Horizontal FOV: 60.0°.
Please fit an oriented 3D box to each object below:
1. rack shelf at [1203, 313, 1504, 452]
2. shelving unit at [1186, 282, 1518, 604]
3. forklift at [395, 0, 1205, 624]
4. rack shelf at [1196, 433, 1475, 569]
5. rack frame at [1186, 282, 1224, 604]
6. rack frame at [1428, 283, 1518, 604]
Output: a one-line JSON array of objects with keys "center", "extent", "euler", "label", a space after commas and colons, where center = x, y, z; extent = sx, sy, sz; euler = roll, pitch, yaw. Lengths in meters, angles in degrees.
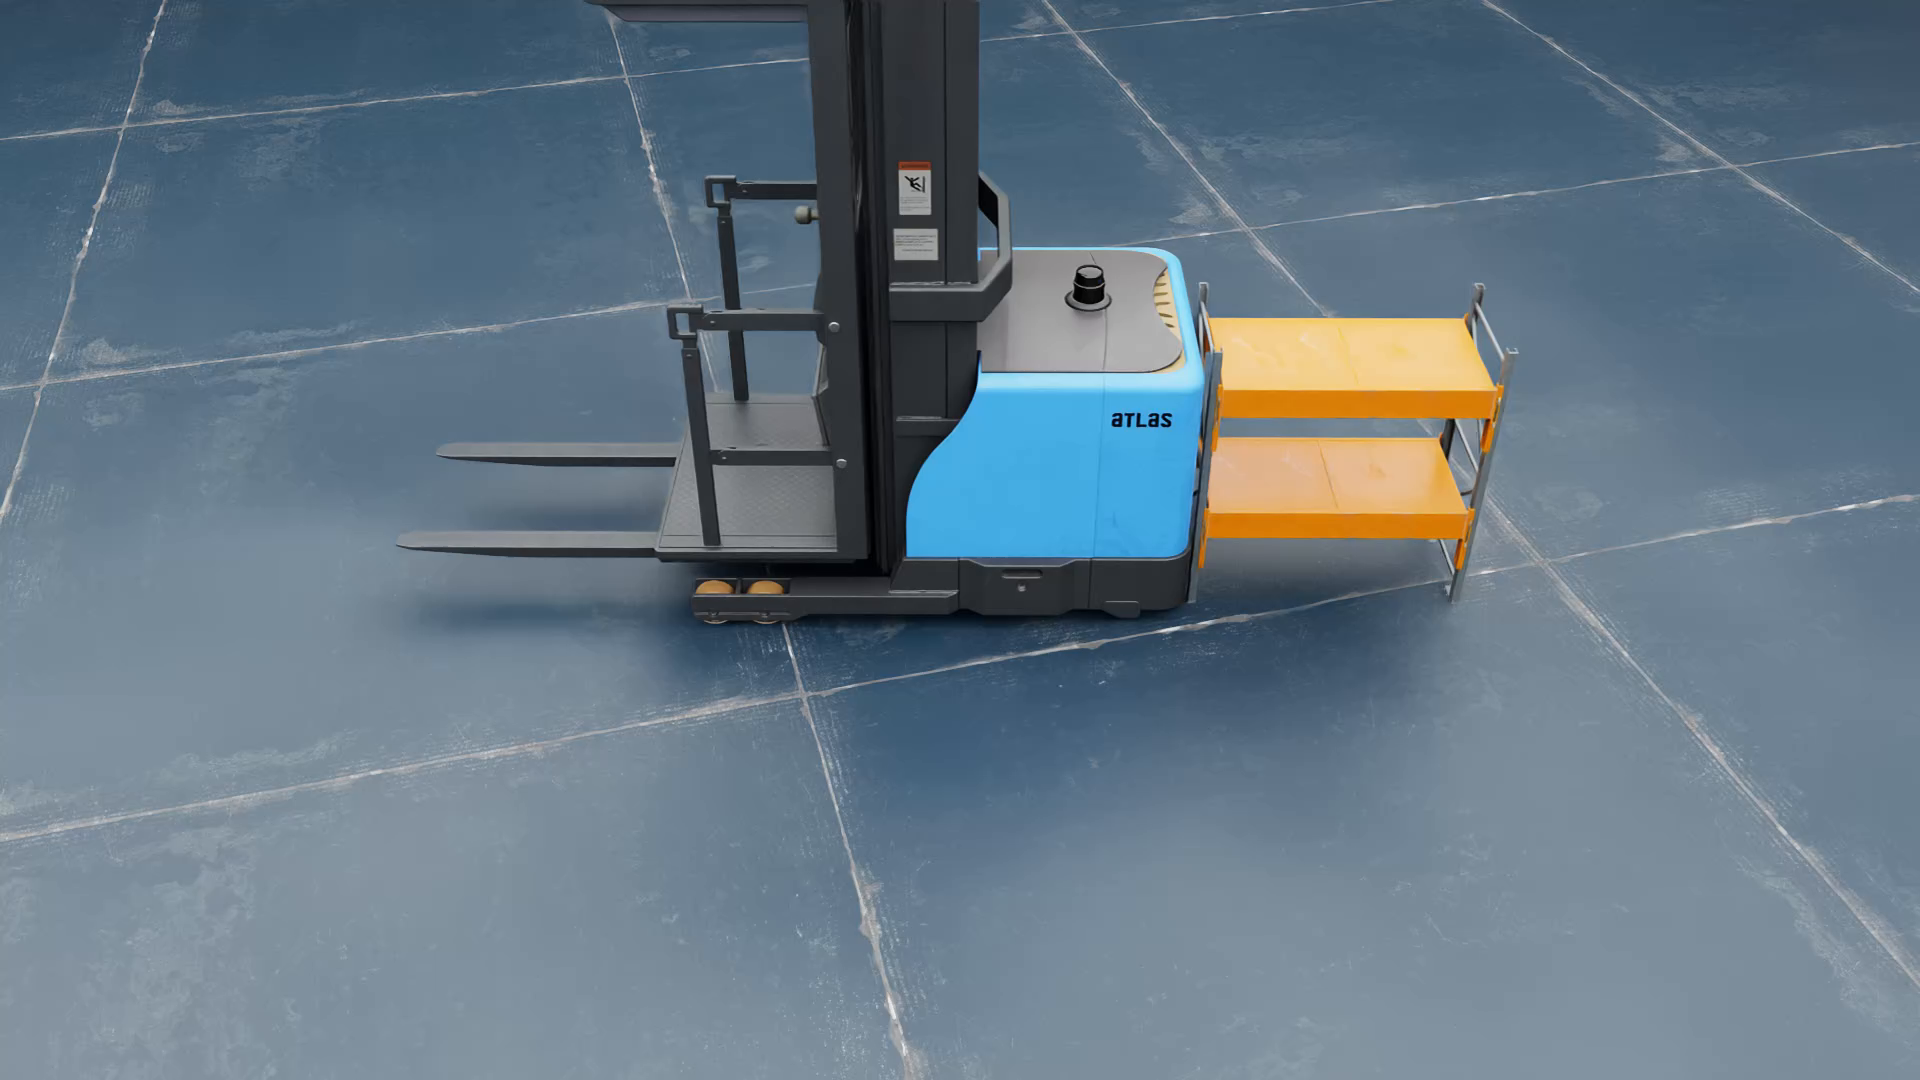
[{"center": [1.406, -0.584, 6.106], "extent": [1.000, 0.278, 0.538], "euler": [0, 37, 0], "label": "rack shelf"}, {"center": [1.406, -0.351, 6.283], "extent": [1.048, 1.125, 0.538], "euler": [0, 37, 0], "label": "shelving unit"}, {"center": [-0.647, -1.166, 5.862], "extent": [3.031, 2.935, 1.130], "euler": [0, 37, 0], "label": "forklift"}, {"center": [1.406, -0.157, 6.432], "extent": [1.000, 0.278, 0.538], "euler": [0, 37, 0], "label": "rack shelf"}, {"center": [0.897, -0.353, 6.286], "extent": [0.032, 1.125, 0.500], "euler": [0, 37, 0], "label": "rack frame"}, {"center": [1.914, -0.350, 6.281], "extent": [0.032, 1.125, 0.500], "euler": [0, 37, 0], "label": "rack frame"}]
